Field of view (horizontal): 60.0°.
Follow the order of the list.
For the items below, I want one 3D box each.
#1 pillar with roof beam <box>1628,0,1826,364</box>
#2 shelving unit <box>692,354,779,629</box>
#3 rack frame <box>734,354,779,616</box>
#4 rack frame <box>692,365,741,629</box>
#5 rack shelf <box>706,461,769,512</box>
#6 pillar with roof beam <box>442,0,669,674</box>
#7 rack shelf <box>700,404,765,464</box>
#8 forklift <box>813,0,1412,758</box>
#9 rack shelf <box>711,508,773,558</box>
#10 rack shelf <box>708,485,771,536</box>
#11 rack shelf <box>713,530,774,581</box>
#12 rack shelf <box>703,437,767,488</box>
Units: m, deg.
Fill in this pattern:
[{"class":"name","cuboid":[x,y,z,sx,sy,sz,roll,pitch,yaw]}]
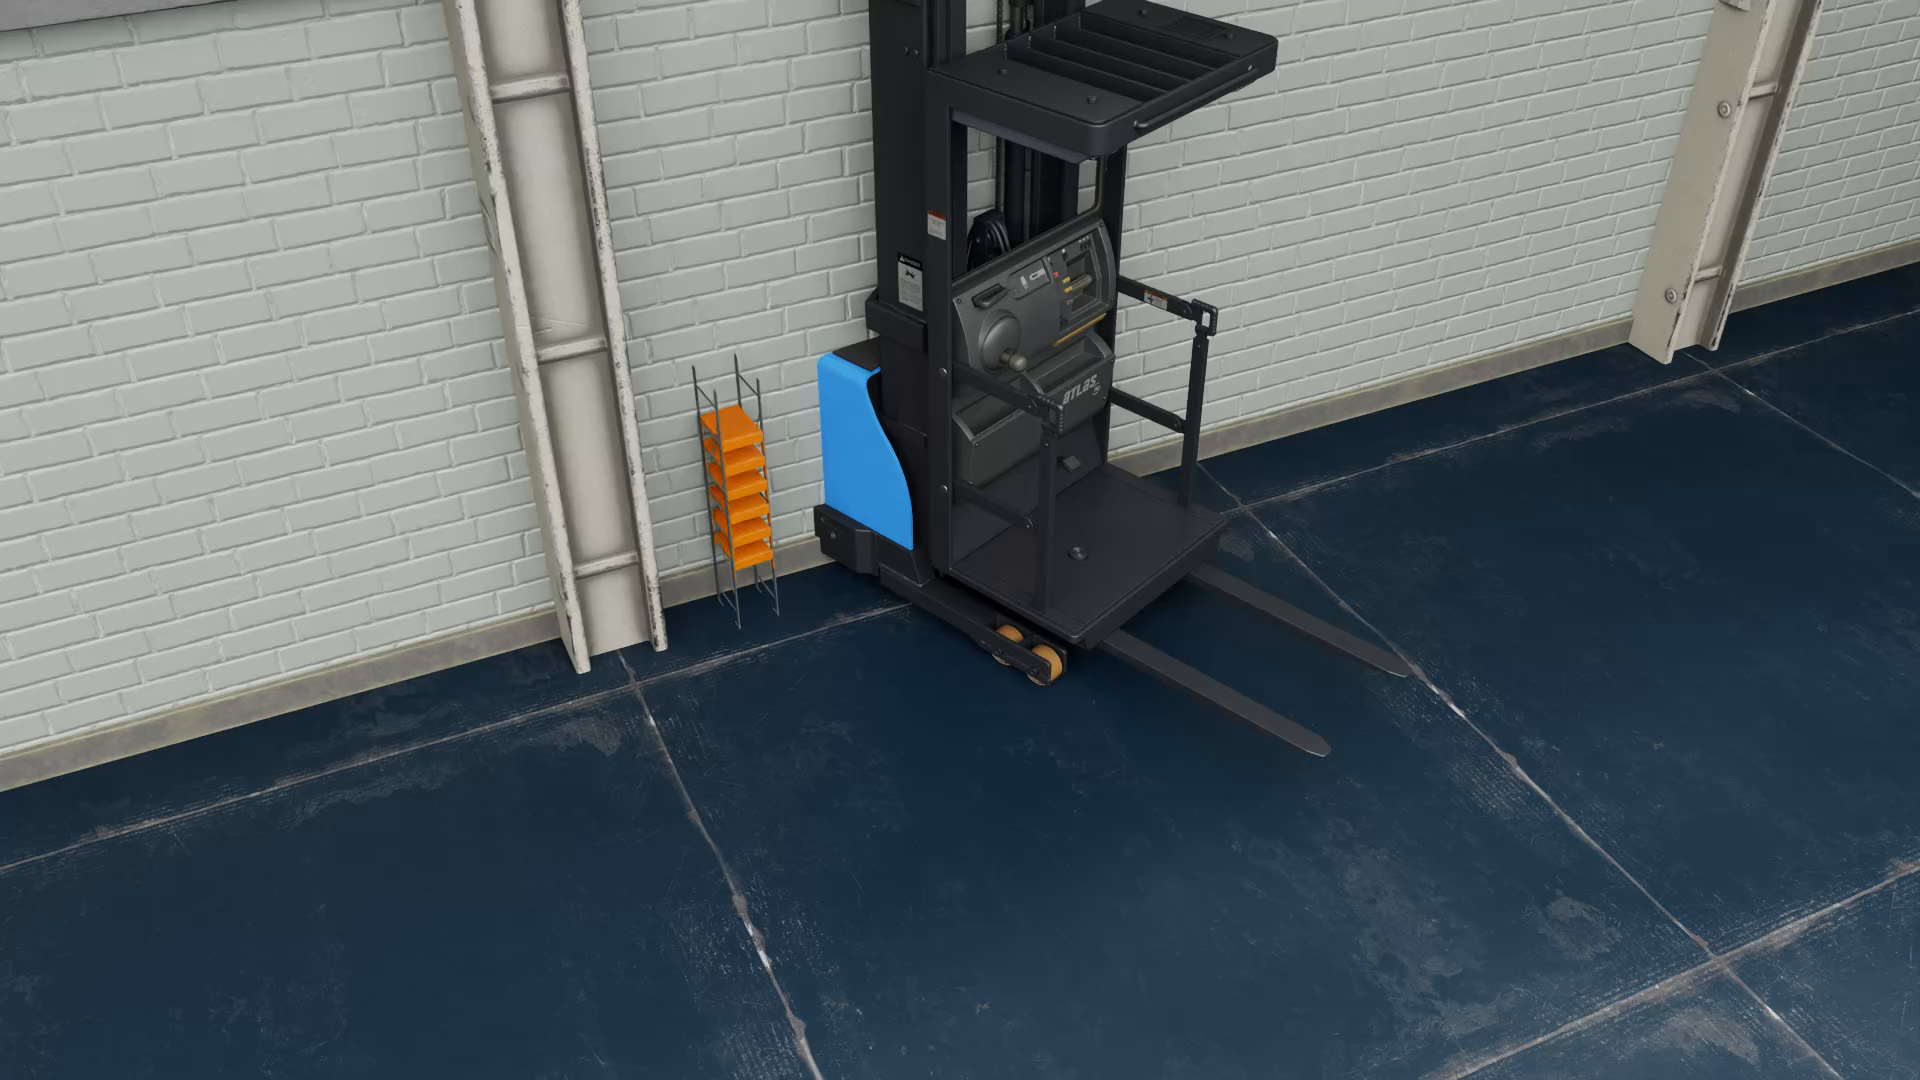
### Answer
[{"class":"pillar with roof beam","cuboid":[5.768,-2.380,3.405,0.400,9.000,9.100,-16,39,-20]},{"class":"shelving unit","cuboid":[-0.936,-0.185,6.992,0.189,1.200,0.258,-19,41,-24]},{"class":"rack frame","cuboid":[-0.857,-0.212,7.029,0.006,1.200,0.240,-19,41,-24]},{"class":"rack frame","cuboid":[-1.016,-0.158,6.955,0.006,1.200,0.240,-19,41,-24]},{"class":"rack shelf","cuboid":[-0.936,-0.246,6.947,0.180,0.103,0.258,-19,41,-24]},{"class":"pillar with roof beam","cuboid":[0.337,-0.862,1.358,0.400,9.000,9.100,-16,39,-20]},{"class":"rack shelf","cuboid":[-0.936,-0.438,6.804,0.180,0.103,0.258,-19,41,-24]},{"class":"forklift","cuboid":[0.467,-0.928,6.541,3.031,2.935,1.130,28,45,32]},{"class":"rack shelf","cuboid":[-0.936,-0.053,7.090,0.180,0.103,0.258,-19,41,-24]},{"class":"rack shelf","cuboid":[-0.936,-0.149,7.019,0.180,0.103,0.258,-19,41,-24]},{"class":"rack shelf","cuboid":[-0.936,0.044,7.162,0.180,0.103,0.258,-19,41,-24]},{"class":"rack shelf","cuboid":[-0.936,-0.342,6.876,0.180,0.103,0.258,-19,41,-24]}]
